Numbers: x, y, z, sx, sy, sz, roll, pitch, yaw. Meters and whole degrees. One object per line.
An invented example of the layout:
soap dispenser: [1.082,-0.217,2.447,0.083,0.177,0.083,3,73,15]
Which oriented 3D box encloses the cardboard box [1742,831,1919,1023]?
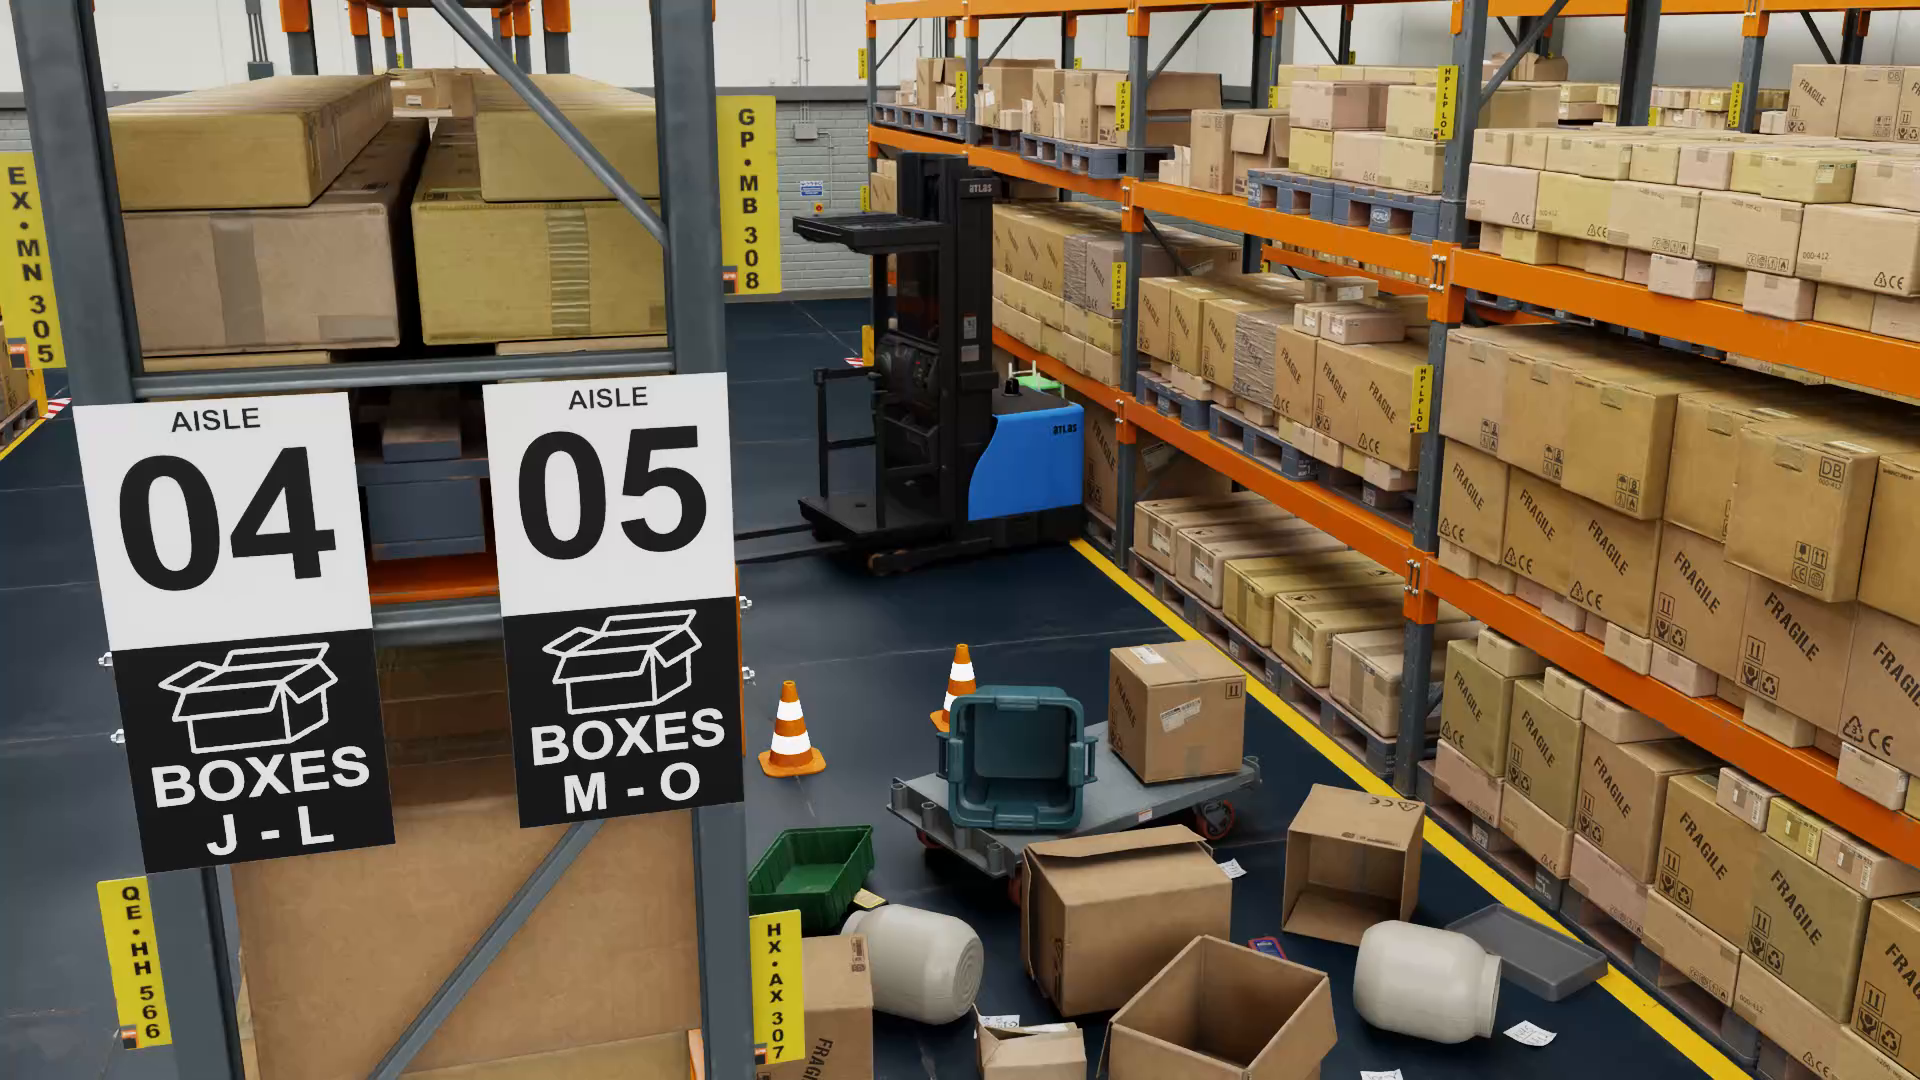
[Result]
cardboard box: [3.226,1.353,5.979,0.500,0.500,0.500,-4,17,-13]

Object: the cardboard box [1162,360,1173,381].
cardboard box: [1.601,-1.166,11.328,0.380,0.149,0.250,-6,18,-19]

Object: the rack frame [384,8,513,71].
rack frame: [-4.186,-4.831,13.394,1.000,3.000,0.127,-5,17,-15]

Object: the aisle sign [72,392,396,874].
aisle sign: [-1.157,0.159,2.689,0.394,0.787,0.004,-5,17,-15]

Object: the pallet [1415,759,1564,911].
pallet: [2.962,1.354,8.078,1.003,0.211,1.213,-5,17,-15]

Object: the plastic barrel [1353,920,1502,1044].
plastic barrel: [1.820,1.724,6.477,0.512,0.421,0.421,7,18,23]

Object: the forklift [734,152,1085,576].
forklift: [-0.577,-1.312,12.226,3.031,2.935,1.130,-9,19,-28]

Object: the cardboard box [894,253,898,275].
cardboard box: [-0.410,-3.097,17.873,0.500,0.500,0.500,-5,17,-16]

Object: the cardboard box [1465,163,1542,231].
cardboard box: [2.602,-1.529,7.356,0.500,0.250,0.500,-5,17,-16]

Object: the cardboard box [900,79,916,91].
cardboard box: [-0.344,-4.980,18.461,0.500,0.250,0.500,-6,18,-20]

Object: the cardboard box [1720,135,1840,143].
cardboard box: [3.369,-1.586,6.855,0.380,0.149,0.250,-4,17,-14]

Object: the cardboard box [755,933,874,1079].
cardboard box: [-0.574,1.799,6.090,0.500,0.500,0.500,-2,17,-6]

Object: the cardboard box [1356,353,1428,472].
cardboard box: [2.396,-0.666,8.533,0.500,0.500,0.500,-5,17,-16]

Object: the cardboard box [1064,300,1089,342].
cardboard box: [1.123,-1.694,12.769,0.500,0.250,0.500,-5,17,-17]

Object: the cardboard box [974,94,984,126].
cardboard box: [0.346,-3.785,14.627,0.396,0.266,0.258,-5,17,-16]

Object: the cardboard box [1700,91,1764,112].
cardboard box: [6.037,-3.434,13.008,0.380,0.149,0.250,-4,17,-13]

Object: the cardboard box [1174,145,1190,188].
cardboard box: [1.638,-2.472,10.987,0.396,0.266,0.258,-5,17,-15]

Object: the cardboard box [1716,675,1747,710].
cardboard box: [3.133,0.551,6.340,0.380,0.149,0.250,-5,17,-15]

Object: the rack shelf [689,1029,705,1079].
rack shelf: [-1.438,1.152,5.152,1.077,0.370,4.000,-5,17,-15]

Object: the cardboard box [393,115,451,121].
cardboard box: [-2.821,-1.996,8.421,0.500,0.311,0.500,-5,17,-16]

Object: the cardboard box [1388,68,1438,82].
cardboard box: [4.799,-4.778,17.304,0.500,0.250,0.500,-5,17,-16]

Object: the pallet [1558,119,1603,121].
pallet: [5.429,-3.932,15.939,1.213,0.211,1.003,-5,17,-15]

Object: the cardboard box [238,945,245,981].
cardboard box: [-1.206,1.040,4.016,0.875,0.550,0.550,-5,17,-15]

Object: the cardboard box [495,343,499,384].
cardboard box: [-0.745,-0.395,3.371,0.380,0.149,0.250,-5,17,-15]

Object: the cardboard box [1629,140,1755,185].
cardboard box: [2.843,-1.467,6.459,0.380,0.149,0.250,-5,18,-17]

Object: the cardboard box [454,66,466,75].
cardboard box: [-3.183,-3.047,11.162,0.396,0.266,0.258,-5,17,-15]

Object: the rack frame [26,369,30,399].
rack frame: [-10.082,-2.700,16.728,1.000,3.000,0.127,-5,17,-15]

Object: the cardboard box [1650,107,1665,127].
cardboard box: [5.877,-3.513,13.785,0.380,0.149,0.250,-5,17,-15]

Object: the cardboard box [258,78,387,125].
cardboard box: [-2.074,-1.424,5.413,0.380,0.149,0.250,-5,17,-16]

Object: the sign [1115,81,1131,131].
sign: [1.109,-2.952,11.314,0.100,0.325,0.005,-5,17,-15]

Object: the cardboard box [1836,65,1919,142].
cardboard box: [6.616,-3.047,11.589,0.700,0.500,0.500,-5,17,-16]

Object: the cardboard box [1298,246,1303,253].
cardboard box: [4.264,-3.508,19.853,0.380,0.149,0.250,-5,17,-16]

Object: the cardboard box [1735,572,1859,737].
cardboard box: [3.162,0.346,5.897,0.500,0.500,0.500,-5,17,-16]

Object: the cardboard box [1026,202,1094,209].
cardboard box: [0.910,-2.801,15.149,0.500,0.500,0.500,-4,17,-13]

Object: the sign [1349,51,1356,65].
sign: [4.757,-5.776,20.215,0.100,0.325,0.005,-5,17,-15]

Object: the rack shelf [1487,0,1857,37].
rack shelf: [5.867,-4.555,14.419,1.077,0.370,4.000,-5,17,-15]

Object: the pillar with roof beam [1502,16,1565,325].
pillar with roof beam: [1.853,-5.568,15.845,9.100,9.000,0.400,-5,17,-15]

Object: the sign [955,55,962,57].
sign: [-0.028,-5.346,18.919,0.100,0.325,0.005,-5,17,-15]

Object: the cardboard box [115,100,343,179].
cardboard box: [-1.445,-0.792,3.309,0.380,0.149,0.250,-4,17,-14]

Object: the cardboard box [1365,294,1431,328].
cardboard box: [2.557,-1.317,9.575,0.380,0.149,0.250,-4,17,-12]

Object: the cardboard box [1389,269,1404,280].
cardboard box: [4.799,-2.859,17.693,0.380,0.149,0.250,-4,17,-14]

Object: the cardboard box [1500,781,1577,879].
cardboard box: [2.804,1.282,7.518,0.500,0.250,0.500,-4,17,-12]

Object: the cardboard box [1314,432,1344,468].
cardboard box: [2.176,-0.509,9.138,0.380,0.149,0.250,-5,17,-16]

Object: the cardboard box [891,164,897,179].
cardboard box: [-0.531,-3.982,17.955,0.380,0.149,0.250,-5,18,-17]

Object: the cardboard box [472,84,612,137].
cardboard box: [-1.163,-1.196,4.654,0.380,0.149,0.250,-4,17,-15]

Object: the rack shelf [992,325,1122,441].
rack shelf: [1.095,-1.480,13.915,1.077,0.370,4.000,-5,17,-15]

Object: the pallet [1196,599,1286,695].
pallet: [2.190,0.618,10.529,1.003,0.211,1.213,-5,17,-15]

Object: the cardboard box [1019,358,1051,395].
cardboard box: [1.048,-1.147,14.518,0.875,0.875,0.875,-4,17,-14]

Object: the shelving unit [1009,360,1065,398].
shelving unit: [0.629,-0.825,13.609,0.258,1.200,0.503,-9,18,-24]

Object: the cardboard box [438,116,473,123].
cardboard box: [-1.606,-1.386,5.977,0.500,0.250,0.500,-5,17,-16]

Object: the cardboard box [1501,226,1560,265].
cardboard box: [2.610,-1.298,7.283,0.380,0.149,0.250,-5,17,-15]

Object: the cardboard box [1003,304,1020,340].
cardboard box: [0.682,-1.877,14.248,0.500,0.250,0.500,-5,17,-16]
